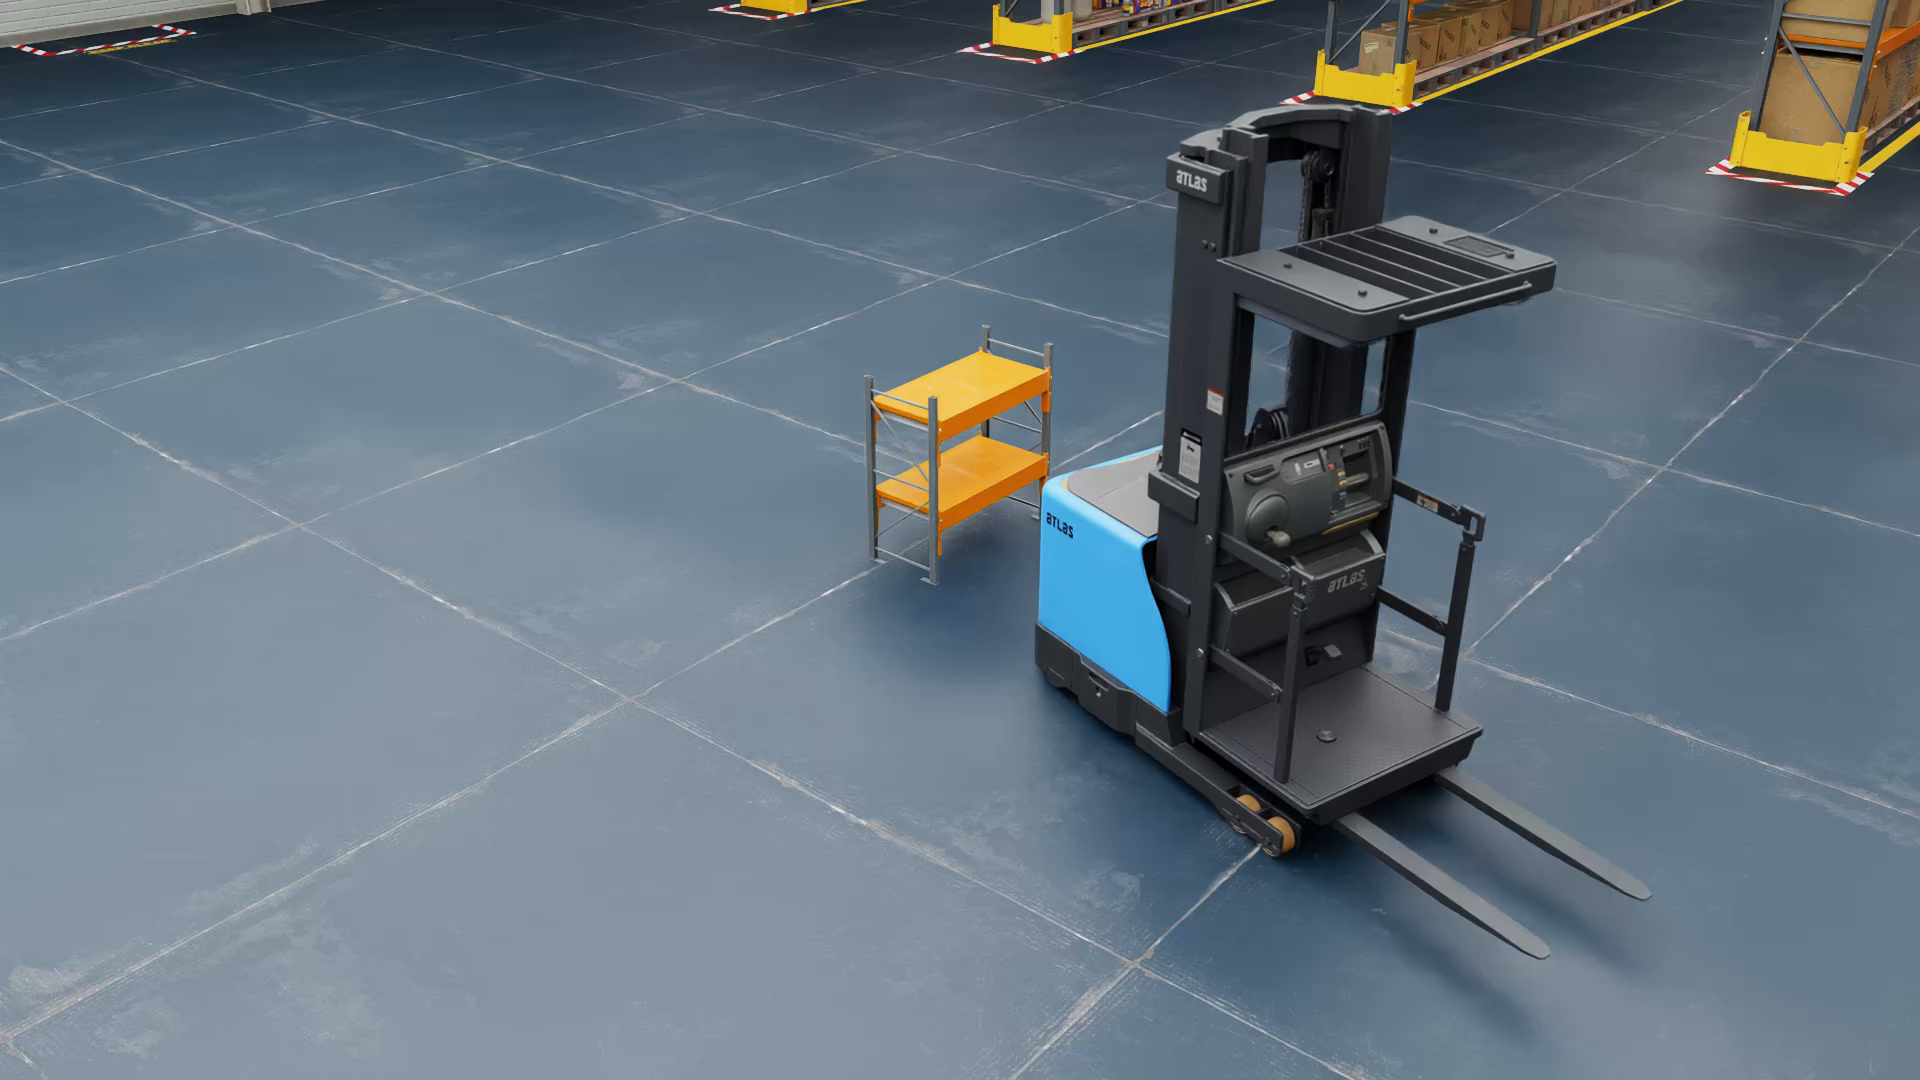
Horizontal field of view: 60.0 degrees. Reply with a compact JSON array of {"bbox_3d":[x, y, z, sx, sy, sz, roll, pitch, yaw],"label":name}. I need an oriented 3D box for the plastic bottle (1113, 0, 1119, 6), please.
[{"bbox_3d":[2.298,-7.974,24.466,0.097,0.201,0.097,0,27,0],"label":"plastic bottle"}]

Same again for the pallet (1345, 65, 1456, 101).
[{"bbox_3d":[5.389,-5.690,20.519,1.003,0.211,1.213,21,34,34],"label":"pallet"}]

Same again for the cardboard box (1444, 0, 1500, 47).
[{"bbox_3d":[6.697,-6.783,21.861,0.500,0.500,0.500,-16,31,-28],"label":"cardboard box"}]

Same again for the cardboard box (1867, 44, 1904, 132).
[{"bbox_3d":[9.498,-4.954,17.916,0.875,0.875,0.875,20,34,34],"label":"cardboard box"}]

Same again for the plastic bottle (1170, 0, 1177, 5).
[{"bbox_3d":[3.138,-8.028,24.481,0.061,0.283,0.133,23,35,38],"label":"plastic bottle"}]

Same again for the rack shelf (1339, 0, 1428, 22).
[{"bbox_3d":[6.069,-7.014,20.826,1.077,0.370,4.000,21,34,34],"label":"rack shelf"}]

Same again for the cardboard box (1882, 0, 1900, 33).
[{"bbox_3d":[9.094,-5.551,17.053,0.875,0.550,0.550,21,34,34],"label":"cardboard box"}]

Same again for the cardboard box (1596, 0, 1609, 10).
[{"bbox_3d":[9.131,-8.102,24.388,0.700,0.500,0.500,18,32,30],"label":"cardboard box"}]

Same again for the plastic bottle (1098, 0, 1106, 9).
[{"bbox_3d":[2.069,-7.890,24.215,0.061,0.283,0.133,21,34,34],"label":"plastic bottle"}]

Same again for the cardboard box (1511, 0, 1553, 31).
[{"bbox_3d":[7.748,-7.339,22.913,0.700,0.500,0.500,18,32,31],"label":"cardboard box"}]

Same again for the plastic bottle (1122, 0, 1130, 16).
[{"bbox_3d":[2.368,-7.607,23.680,0.097,0.271,0.097,0,27,0],"label":"plastic bottle"}]

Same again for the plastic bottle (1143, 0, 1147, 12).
[{"bbox_3d":[2.650,-7.764,23.984,0.097,0.271,0.097,0,27,0],"label":"plastic bottle"}]

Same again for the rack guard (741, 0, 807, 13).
[{"bbox_3d":[-2.860,-8.402,25.447,1.175,0.500,0.348,21,34,34],"label":"rack guard"}]

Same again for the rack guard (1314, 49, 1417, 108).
[{"bbox_3d":[4.845,-5.541,19.916,1.175,0.500,0.348,21,34,34],"label":"rack guard"}]

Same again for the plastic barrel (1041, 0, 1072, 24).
[{"bbox_3d":[1.334,-7.409,23.057,0.421,0.512,0.421,0,27,0],"label":"plastic barrel"}]

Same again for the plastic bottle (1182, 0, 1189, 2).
[{"bbox_3d":[3.332,-8.196,24.733,0.144,0.351,0.185,20,33,33],"label":"plastic bottle"}]

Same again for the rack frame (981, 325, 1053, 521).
[{"bbox_3d":[0.328,-0.682,9.845,0.500,1.125,0.032,21,34,34],"label":"rack frame"}]

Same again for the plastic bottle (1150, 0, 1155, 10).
[{"bbox_3d":[2.779,-7.836,24.123,0.097,0.271,0.097,0,27,0],"label":"plastic bottle"}]

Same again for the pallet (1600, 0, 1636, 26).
[{"bbox_3d":[9.387,-7.945,24.879,1.003,0.211,1.213,21,34,34],"label":"pallet"}]

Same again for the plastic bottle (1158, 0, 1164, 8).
[{"bbox_3d":[2.898,-7.924,24.288,0.152,0.276,0.135,21,34,35],"label":"plastic bottle"}]

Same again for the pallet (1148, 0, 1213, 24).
[{"bbox_3d":[3.060,-8.025,25.033,1.003,0.211,1.213,21,34,34],"label":"pallet"}]

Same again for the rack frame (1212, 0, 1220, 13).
[{"bbox_3d":[3.519,-9.490,24.829,1.000,3.000,0.127,21,34,34],"label":"rack frame"}]

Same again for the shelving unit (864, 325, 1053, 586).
[{"bbox_3d":[0.004,-0.502,9.496,0.538,1.125,1.048,21,34,34],"label":"shelving unit"}]

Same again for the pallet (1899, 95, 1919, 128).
[{"bbox_3d":[10.560,-5.071,19.324,1.003,0.211,1.213,21,34,34],"label":"pallet"}]

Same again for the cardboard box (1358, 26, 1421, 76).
[{"bbox_3d":[5.207,-5.917,20.186,0.500,0.500,0.500,-21,34,-35],"label":"cardboard box"}]

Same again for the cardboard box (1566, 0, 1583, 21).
[{"bbox_3d":[8.421,-7.701,23.613,0.700,0.500,0.500,18,32,30],"label":"cardboard box"}]

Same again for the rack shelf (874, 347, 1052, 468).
[{"bbox_3d":[0.004,-0.762,9.362,0.538,0.278,1.000,21,34,34],"label":"rack shelf"}]

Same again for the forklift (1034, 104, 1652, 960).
[{"bbox_3d":[1.614,-0.196,6.939,1.130,2.935,3.031,-17,32,-30],"label":"forklift"}]

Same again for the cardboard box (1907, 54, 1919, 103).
[{"bbox_3d":[10.650,-5.597,19.160,0.875,0.875,0.875,21,34,35],"label":"cardboard box"}]

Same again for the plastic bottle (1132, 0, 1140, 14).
[{"bbox_3d":[2.526,-7.687,23.822,0.061,0.283,0.133,21,34,35],"label":"plastic bottle"}]

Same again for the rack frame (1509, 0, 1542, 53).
[{"bbox_3d":[7.341,-8.042,22.031,1.000,3.000,0.127,21,34,34],"label":"rack frame"}]

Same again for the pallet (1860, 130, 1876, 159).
[{"bbox_3d":[9.008,-4.206,17.651,1.003,0.211,1.213,21,34,34],"label":"pallet"}]

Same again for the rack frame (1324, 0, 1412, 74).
[{"bbox_3d":[4.797,-6.624,19.290,1.000,3.000,0.127,21,34,34],"label":"rack frame"}]

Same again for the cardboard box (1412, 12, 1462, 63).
[{"bbox_3d":[5.973,-6.355,21.034,0.500,0.500,0.500,25,36,39],"label":"cardboard box"}]

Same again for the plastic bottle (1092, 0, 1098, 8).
[{"bbox_3d":[1.986,-7.918,24.276,0.152,0.276,0.135,21,34,35],"label":"plastic bottle"}]

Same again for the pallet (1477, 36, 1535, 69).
[{"bbox_3d":[6.941,-6.555,22.192,1.003,0.211,1.213,21,34,34],"label":"pallet"}]

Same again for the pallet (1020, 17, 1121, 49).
[{"bbox_3d":[1.508,-7.160,23.361,1.003,0.211,1.213,21,34,34],"label":"pallet"}]
